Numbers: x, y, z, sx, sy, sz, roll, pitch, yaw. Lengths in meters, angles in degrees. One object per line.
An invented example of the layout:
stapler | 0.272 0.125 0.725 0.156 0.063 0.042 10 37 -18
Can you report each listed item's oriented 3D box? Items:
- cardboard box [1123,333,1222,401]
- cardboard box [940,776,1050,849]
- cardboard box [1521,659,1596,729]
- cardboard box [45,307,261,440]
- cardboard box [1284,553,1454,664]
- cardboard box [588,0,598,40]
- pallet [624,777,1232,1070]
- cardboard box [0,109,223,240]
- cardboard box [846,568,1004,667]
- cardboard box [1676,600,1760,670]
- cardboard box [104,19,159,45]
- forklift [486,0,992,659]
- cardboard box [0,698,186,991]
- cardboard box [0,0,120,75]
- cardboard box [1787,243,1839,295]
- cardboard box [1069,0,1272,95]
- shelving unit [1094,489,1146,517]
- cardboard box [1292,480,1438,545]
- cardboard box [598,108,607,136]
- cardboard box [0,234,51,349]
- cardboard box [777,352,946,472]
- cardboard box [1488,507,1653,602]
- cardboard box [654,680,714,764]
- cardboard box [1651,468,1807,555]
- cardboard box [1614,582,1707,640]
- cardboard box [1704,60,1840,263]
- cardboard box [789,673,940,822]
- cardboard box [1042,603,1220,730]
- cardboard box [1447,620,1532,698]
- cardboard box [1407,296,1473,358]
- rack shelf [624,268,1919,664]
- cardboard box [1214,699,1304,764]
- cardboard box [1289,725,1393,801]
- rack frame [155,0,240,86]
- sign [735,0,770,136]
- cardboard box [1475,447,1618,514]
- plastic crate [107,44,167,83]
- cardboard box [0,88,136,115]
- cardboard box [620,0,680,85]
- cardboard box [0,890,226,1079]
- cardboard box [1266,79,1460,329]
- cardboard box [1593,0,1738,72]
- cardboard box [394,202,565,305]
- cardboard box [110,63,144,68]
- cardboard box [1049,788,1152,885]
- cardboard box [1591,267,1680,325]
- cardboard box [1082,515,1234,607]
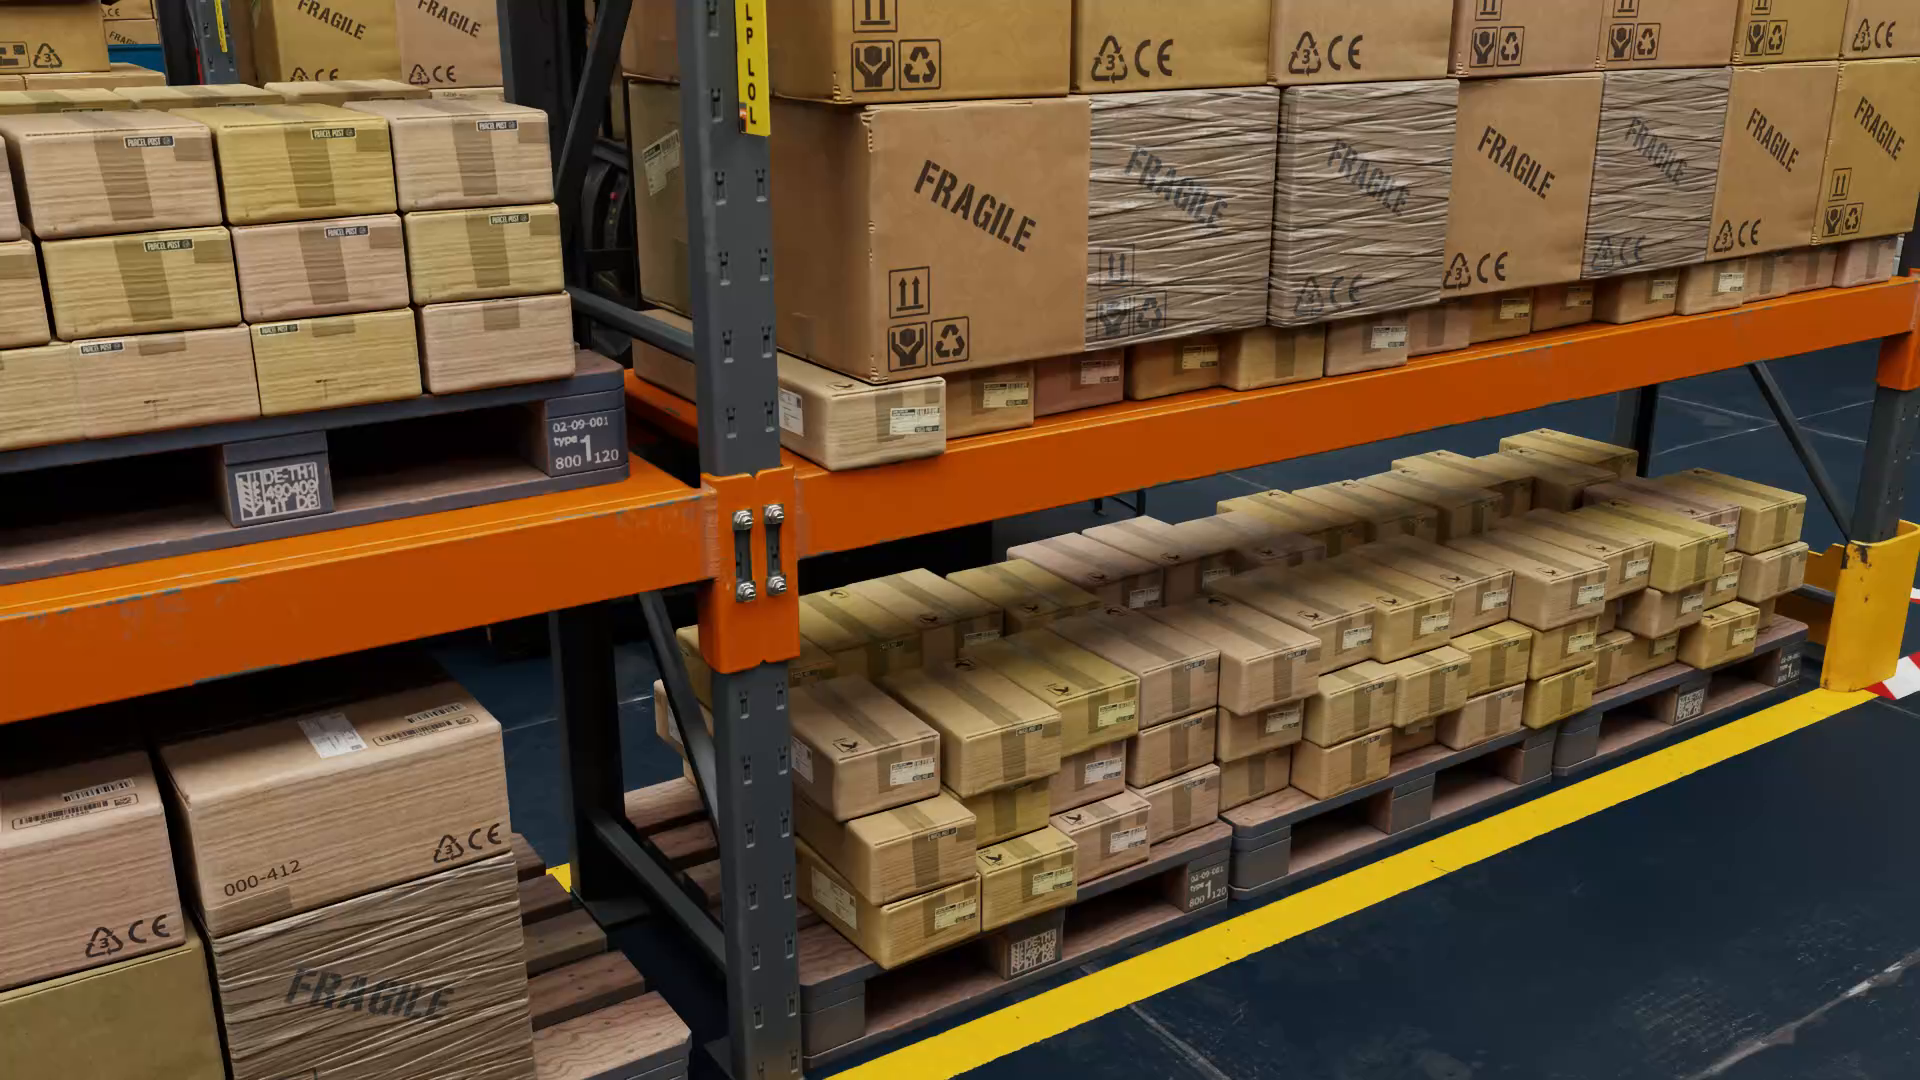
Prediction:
cardboard box | 0.370 -0.437 3.746 0.250 0.149 0.380 -13 23 -34
cardboard box | -0.004 0.543 3.787 0.250 0.149 0.380 -12 22 -31
cardboard box | 1.566 0.379 4.736 0.250 0.149 0.380 -13 23 -34
cardboard box | -1.294 -0.289 2.652 0.250 0.149 0.380 -12 22 -32
cardboard box | 1.076 0.175 4.410 0.250 0.149 0.380 -12 22 -31
cardboard box | -1.901 -2.384 7.712 0.500 0.500 0.500 -13 22 -33
pallet | -0.104 0.772 4.131 1.213 0.211 1.003 -12 22 -31
cardboard box | -1.314 -0.567 2.547 0.250 0.149 0.380 -13 22 -33
cardboard box | -0.096 0.215 4.292 0.250 0.149 0.380 -12 22 -32
cardboard box | 2.212 0.247 5.127 0.250 0.149 0.380 -11 22 -30
cardboard box | -7.732 -4.571 15.426 0.500 0.500 0.500 -11 22 -30
forklift | -1.443 -1.183 5.668 3.031 2.935 1.130 -8 20 -22
cardboard box | -1.565 0.495 2.674 0.500 0.250 0.500 -11 21 -29
cardboard box | -3.818 -2.173 6.768 0.637 0.503 0.797 -13 22 -33
cardboard box | 2.350 -0.840 4.938 0.250 0.149 0.380 -12 22 -31
cardboard box | 0.290 -1.193 3.407 0.500 0.500 0.500 -13 22 -33
shelving unit | 0.325 -0.732 6.568 0.755 1.500 0.431 -8 20 -22
cardboard box | 1.228 -0.051 5.080 0.250 0.149 0.380 -11 22 -29
cardboard box | -1.905 -2.027 7.827 0.500 0.250 0.500 -11 22 -30
cardboard box | -1.523 -0.380 2.457 0.250 0.149 0.380 -13 22 -33
cardboard box | -0.229 -0.264 3.236 0.250 0.149 0.380 -11 22 -29
cardboard box | 1.754 0.042 4.803 0.250 0.149 0.380 -13 23 -34
cardboard box | -0.557 0.449 4.064 0.250 0.149 0.380 -11 22 -30
cardboard box | 2.393 -0.095 5.208 0.250 0.149 0.380 -12 22 -31
cardboard box | 1.979 0.146 4.959 0.250 0.149 0.380 -13 23 -34
cardboard box | 2.029 -1.077 4.625 0.500 0.500 0.500 -12 22 -32
cardboard box | -0.244 0.443 3.616 0.250 0.149 0.380 -11 22 -29
cardboard box | 0.408 0.301 4.038 0.250 0.149 0.380 -13 22 -33
cardboard box | 1.329 0.281 4.561 0.250 0.149 0.380 -11 21 -29
cardboard box | 1.043 -0.569 4.137 0.250 0.149 0.380 -11 22 -29
rack shelf | 1.025 -0.433 4.464 4.000 0.370 1.077 -12 22 -31
cardboard box | 0.649 0.401 4.205 0.250 0.149 0.380 -11 21 -29
cardboard box | 0.897 0.513 4.340 0.250 0.149 0.380 -13 22 -33
rack frame | -3.289 -1.766 7.284 0.127 3.000 1.000 -12 22 -31
sign | -0.337 -0.822 2.684 0.005 0.325 0.100 -12 22 -31
cardboard box | 1.907 -0.174 5.442 0.250 0.149 0.380 -11 22 -30
plastic crate | -5.810 -3.285 11.708 0.575 0.384 0.392 -12 22 -31
cardboard box | -1.672 -0.741 3.061 0.250 0.149 0.380 -12 22 -31
cardboard box | -0.401 -1.238 3.542 0.500 0.500 0.500 -13 23 -33
cardboard box | -1.553 0.852 2.788 0.500 0.500 0.500 -13 22 -33
cardboard box | 0.757 -0.797 3.799 0.500 0.500 0.500 -12 22 -33
cardboard box | 1.598 -1.457 4.190 0.500 0.500 0.500 -11 21 -29
cardboard box | -0.869 -0.519 2.868 0.250 0.149 0.380 -11 22 -30
cardboard box | -3.810 -1.799 7.226 0.500 0.500 0.500 -12 22 -31
cardboard box | 0.237 0.648 3.941 0.250 0.149 0.380 -12 22 -32
cardboard box | 1.713 -0.702 4.530 0.250 0.149 0.380 -13 23 -34
cardboard box | 0.558 0.067 4.730 0.250 0.149 0.380 -13 23 -33
